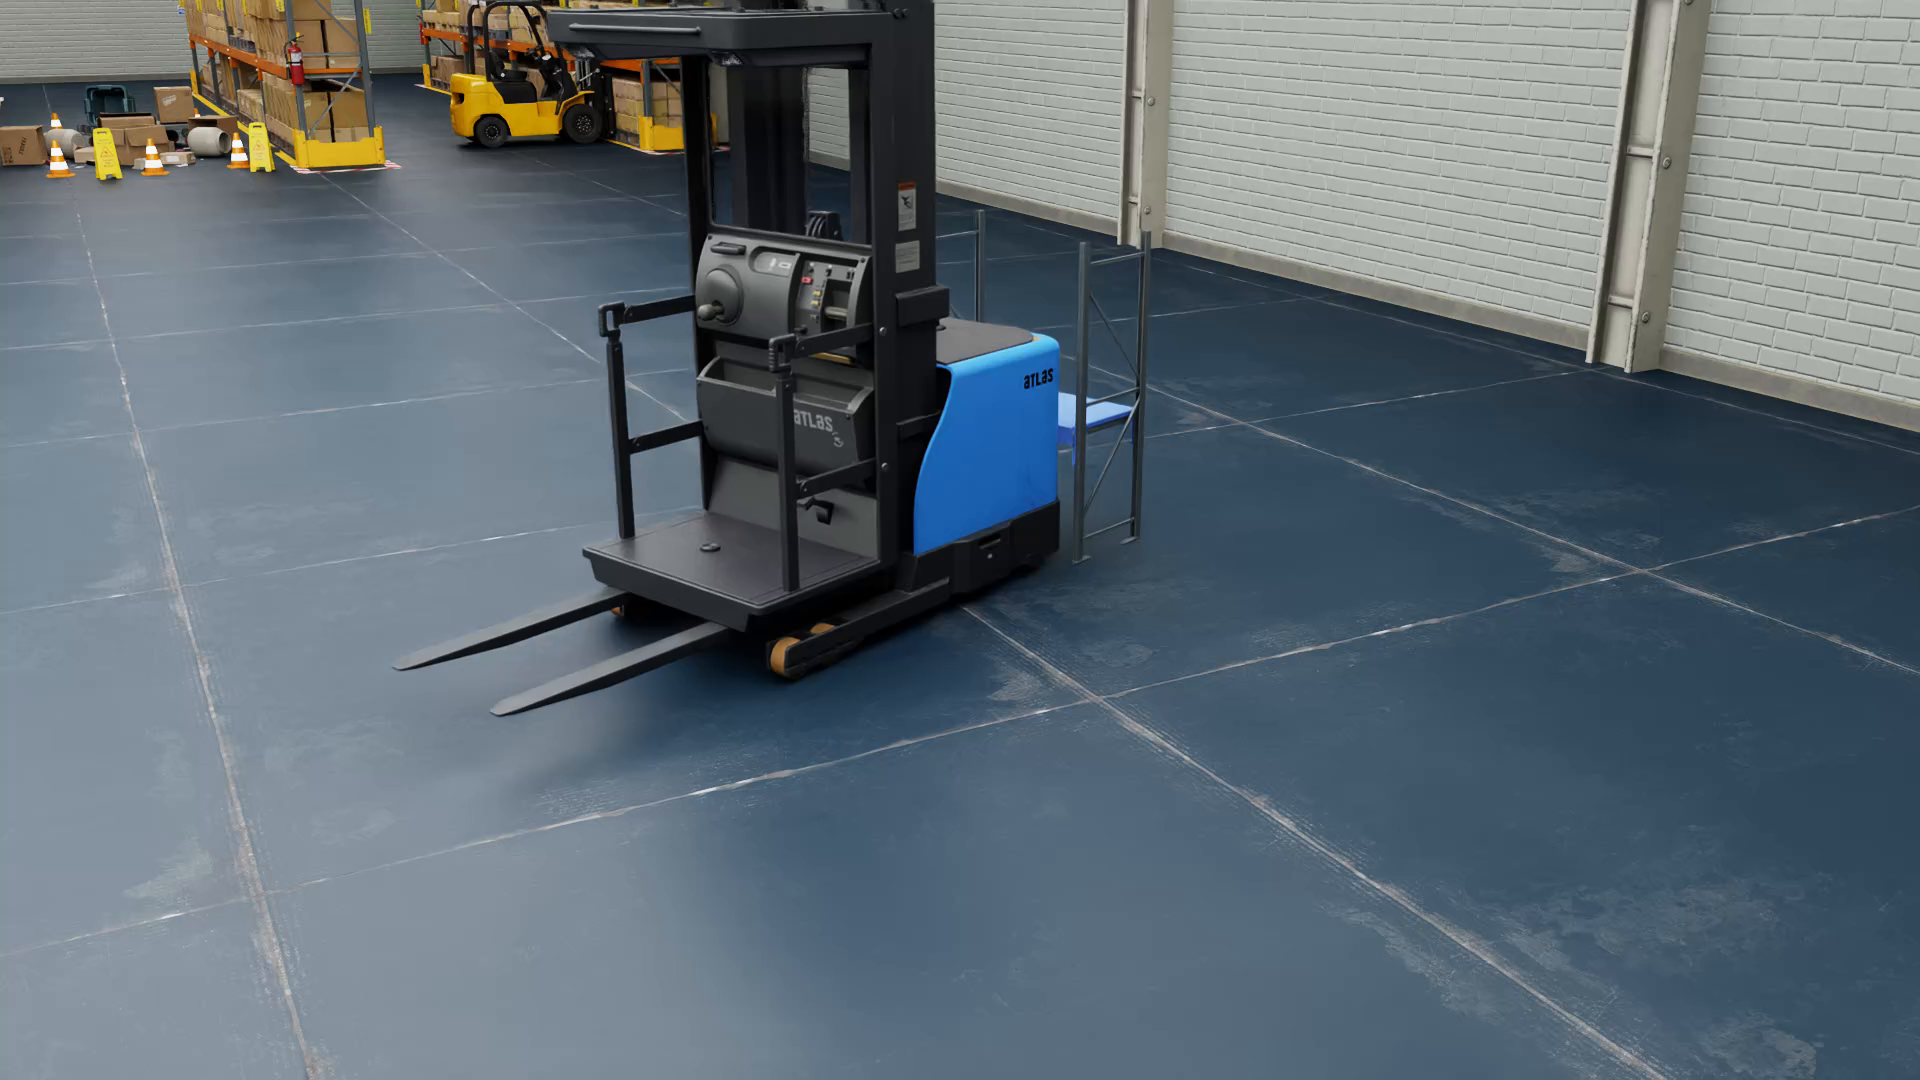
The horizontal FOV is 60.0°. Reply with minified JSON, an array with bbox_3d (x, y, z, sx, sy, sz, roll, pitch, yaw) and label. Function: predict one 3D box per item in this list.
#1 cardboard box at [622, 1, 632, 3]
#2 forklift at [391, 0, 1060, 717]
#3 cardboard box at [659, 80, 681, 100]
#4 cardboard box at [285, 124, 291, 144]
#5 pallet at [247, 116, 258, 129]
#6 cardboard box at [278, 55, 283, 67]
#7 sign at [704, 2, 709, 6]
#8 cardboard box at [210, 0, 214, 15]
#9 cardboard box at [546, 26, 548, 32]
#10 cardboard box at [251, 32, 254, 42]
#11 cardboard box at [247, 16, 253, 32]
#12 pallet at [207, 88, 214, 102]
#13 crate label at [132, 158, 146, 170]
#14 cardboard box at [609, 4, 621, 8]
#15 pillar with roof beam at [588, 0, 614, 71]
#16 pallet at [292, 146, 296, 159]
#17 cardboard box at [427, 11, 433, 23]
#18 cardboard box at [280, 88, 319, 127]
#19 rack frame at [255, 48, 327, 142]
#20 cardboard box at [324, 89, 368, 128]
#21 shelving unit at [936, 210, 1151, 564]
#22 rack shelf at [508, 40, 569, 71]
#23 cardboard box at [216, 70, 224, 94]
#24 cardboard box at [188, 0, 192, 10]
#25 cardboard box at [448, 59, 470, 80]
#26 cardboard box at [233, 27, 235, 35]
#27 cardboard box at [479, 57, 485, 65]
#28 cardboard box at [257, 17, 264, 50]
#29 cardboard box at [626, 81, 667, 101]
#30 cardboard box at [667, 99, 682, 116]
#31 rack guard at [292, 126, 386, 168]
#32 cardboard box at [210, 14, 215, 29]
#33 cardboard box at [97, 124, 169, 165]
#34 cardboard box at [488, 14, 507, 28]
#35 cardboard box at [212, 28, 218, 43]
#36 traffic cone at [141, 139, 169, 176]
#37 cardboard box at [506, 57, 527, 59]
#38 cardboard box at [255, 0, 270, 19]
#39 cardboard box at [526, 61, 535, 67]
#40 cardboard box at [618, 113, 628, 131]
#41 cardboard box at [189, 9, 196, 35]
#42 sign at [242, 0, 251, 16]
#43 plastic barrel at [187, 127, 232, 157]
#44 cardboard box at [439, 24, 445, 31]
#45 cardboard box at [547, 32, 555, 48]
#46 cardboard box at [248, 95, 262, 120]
[{"bbox_3d":[-5.435,-8.862,27.610,0.380,0.149,0.250,-10,22,-28],"label":"cardboard box"},{"bbox_3d":[-0.865,-1.021,6.596,1.130,2.935,3.031,15,24,37],"label":"forklift"},{"bbox_3d":[-4.409,-7.017,25.906,0.500,0.250,0.500,-10,22,-27],"label":"cardboard box"},{"bbox_3d":[-9.573,-5.947,24.339,0.500,0.250,0.500,-10,21,-26],"label":"cardboard box"},{"bbox_3d":[-11.567,-7.112,28.419,1.003,0.211,1.213,-10,21,-27],"label":"pallet"},{"bbox_3d":[-9.549,-6.865,23.814,0.380,0.149,0.250,-10,21,-26],"label":"cardboard box"},{"bbox_3d":[-3.856,-8.009,25.295,0.100,0.325,0.005,-10,21,-27],"label":"sign"},{"bbox_3d":[-13.703,-10.069,31.025,0.500,0.500,0.500,-10,22,-28],"label":"cardboard box"},{"bbox_3d":[-6.955,-9.040,29.194,0.500,0.250,0.500,-11,22,-28],"label":"cardboard box"},{"bbox_3d":[-11.100,-8.041,26.578,0.380,0.149,0.250,-10,21,-26],"label":"cardboard box"},{"bbox_3d":[-11.034,-8.340,26.449,0.500,0.500,0.500,-10,22,-28],"label":"cardboard box"},{"bbox_3d":[-15.288,-9.416,35.095,1.003,0.211,1.213,-10,21,-27],"label":"pallet"},{"bbox_3d":[-11.296,-5.225,23.064,0.298,0.136,0.250,11,22,30],"label":"crate label"},{"bbox_3d":[-5.269,-8.320,26.041,0.380,0.149,0.250,-9,21,-25],"label":"cardboard box"},{"bbox_3d":[-10.522,-11.709,28.269,9.100,9.000,0.400,-10,21,-27],"label":"pillar with roof beam"},{"bbox_3d":[-9.104,-5.651,24.183,1.003,0.211,1.213,-10,21,-27],"label":"pallet"},{"bbox_3d":[-11.727,-11.824,37.574,0.500,0.250,0.500,-10,21,-26],"label":"cardboard box"},{"bbox_3d":[-9.574,-6.300,24.213,0.500,0.500,0.500,-9,21,-25],"label":"cardboard box"},{"bbox_3d":[-10.613,-7.856,26.301,1.000,3.000,0.127,-10,21,-27],"label":"rack frame"},{"bbox_3d":[-8.865,-6.243,24.046,0.500,0.500,0.500,-11,22,-28],"label":"cardboard box"},{"bbox_3d":[0.327,-0.771,8.066,1.048,1.500,0.538,16,25,39],"label":"shelving unit"},{"bbox_3d":[-7.196,-8.860,30.313,1.077,0.370,4.000,-10,21,-27],"label":"rack shelf"},{"bbox_3d":[-14.616,-9.337,33.876,0.875,0.438,0.875,-10,22,-27],"label":"cardboard box"},{"bbox_3d":[-15.831,-11.345,34.726,0.500,0.500,0.500,-10,21,-27],"label":"cardboard box"},{"bbox_3d":[-10.873,-10.348,36.711,0.700,0.500,0.500,-11,22,-29],"label":"cardboard box"},{"bbox_3d":[-12.328,-8.790,28.749,0.380,0.149,0.250,-12,22,-30],"label":"cardboard box"},{"bbox_3d":[-9.778,-9.963,34.599,0.380,0.149,0.250,-11,22,-29],"label":"cardboard box"},{"bbox_3d":[-10.391,-7.734,25.338,0.500,0.500,0.500,-10,21,-27],"label":"cardboard box"},{"bbox_3d":[-4.840,-6.933,25.664,0.500,0.250,0.500,-9,21,-25],"label":"cardboard box"},{"bbox_3d":[-4.388,-6.780,25.987,0.500,0.250,0.500,-10,21,-26],"label":"cardboard box"},{"bbox_3d":[-8.750,-5.548,23.444,1.175,0.500,0.348,-10,21,-27],"label":"rack guard"},{"bbox_3d":[-13.721,-9.709,31.134,0.500,0.250,0.500,-11,22,-28],"label":"cardboard box"},{"bbox_3d":[-11.776,-5.640,23.705,0.637,0.503,0.797,7,20,20],"label":"cardboard box"},{"bbox_3d":[-8.932,-10.155,32.548,0.500,0.250,0.500,-11,22,-29],"label":"cardboard box"},{"bbox_3d":[-13.730,-9.472,31.213,0.500,0.250,0.500,-10,22,-28],"label":"cardboard box"},{"bbox_3d":[-10.869,-5.163,22.385,0.336,0.463,0.334,-10,21,-27],"label":"traffic cone"},{"bbox_3d":[-9.219,-9.973,34.628,0.380,0.149,0.250,-11,22,-29],"label":"cardboard box"},{"bbox_3d":[-9.715,-7.758,23.875,0.700,0.500,0.500,-10,22,-27],"label":"cardboard box"},{"bbox_3d":[-8.410,-9.436,33.071,0.380,0.149,0.250,-10,21,-26],"label":"cardboard box"},{"bbox_3d":[-5.076,-6.607,26.252,0.500,0.250,0.500,-10,21,-27],"label":"cardboard box"},{"bbox_3d":[-15.846,-10.877,34.900,0.500,0.500,0.500,-10,21,-27],"label":"cardboard box"},{"bbox_3d":[-11.100,-8.317,25.860,0.100,0.325,0.005,-10,21,-27],"label":"sign"},{"bbox_3d":[-11.027,-5.849,24.432,0.512,0.421,0.421,4,19,11],"label":"plastic barrel"},{"bbox_3d":[-11.319,-11.366,36.856,0.380,0.149,0.250,-9,21,-25],"label":"cardboard box"},{"bbox_3d":[-6.960,-8.803,29.274,0.500,0.250,0.500,-10,21,-27],"label":"cardboard box"},{"bbox_3d":[-11.540,-7.368,28.271,0.950,0.372,0.625,-9,21,-25],"label":"cardboard box"}]
